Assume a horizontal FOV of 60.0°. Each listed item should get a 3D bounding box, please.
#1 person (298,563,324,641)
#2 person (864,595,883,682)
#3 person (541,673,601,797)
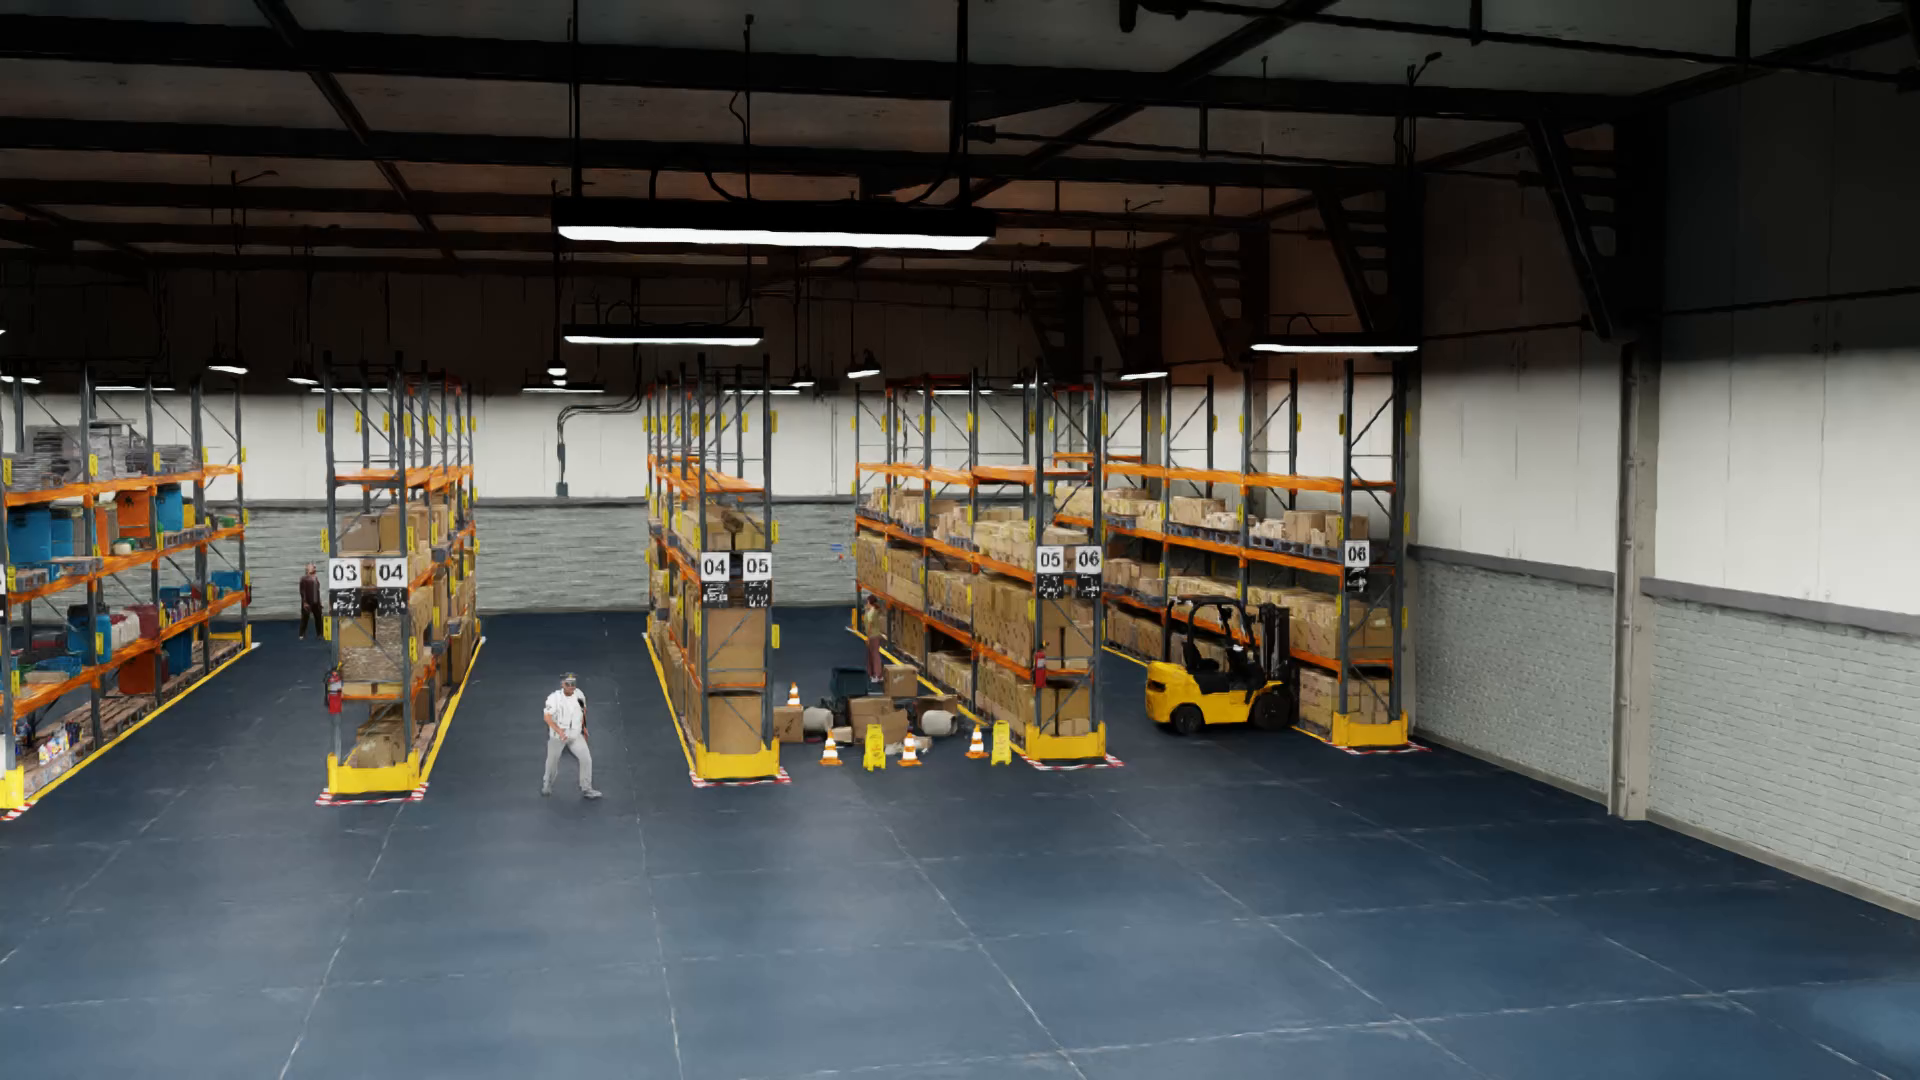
[{"bbox_3d":[-15.010,1.420,38.530,0.575,1.774,0.766,2,4,21],"label":"person"},{"bbox_3d":[-1.737,1.900,32.386,0.575,1.665,0.573,1,4,10],"label":"person"},{"bbox_3d":[-5.271,2.594,22.321,0.691,1.687,0.860,-2,5,-30],"label":"person"}]
